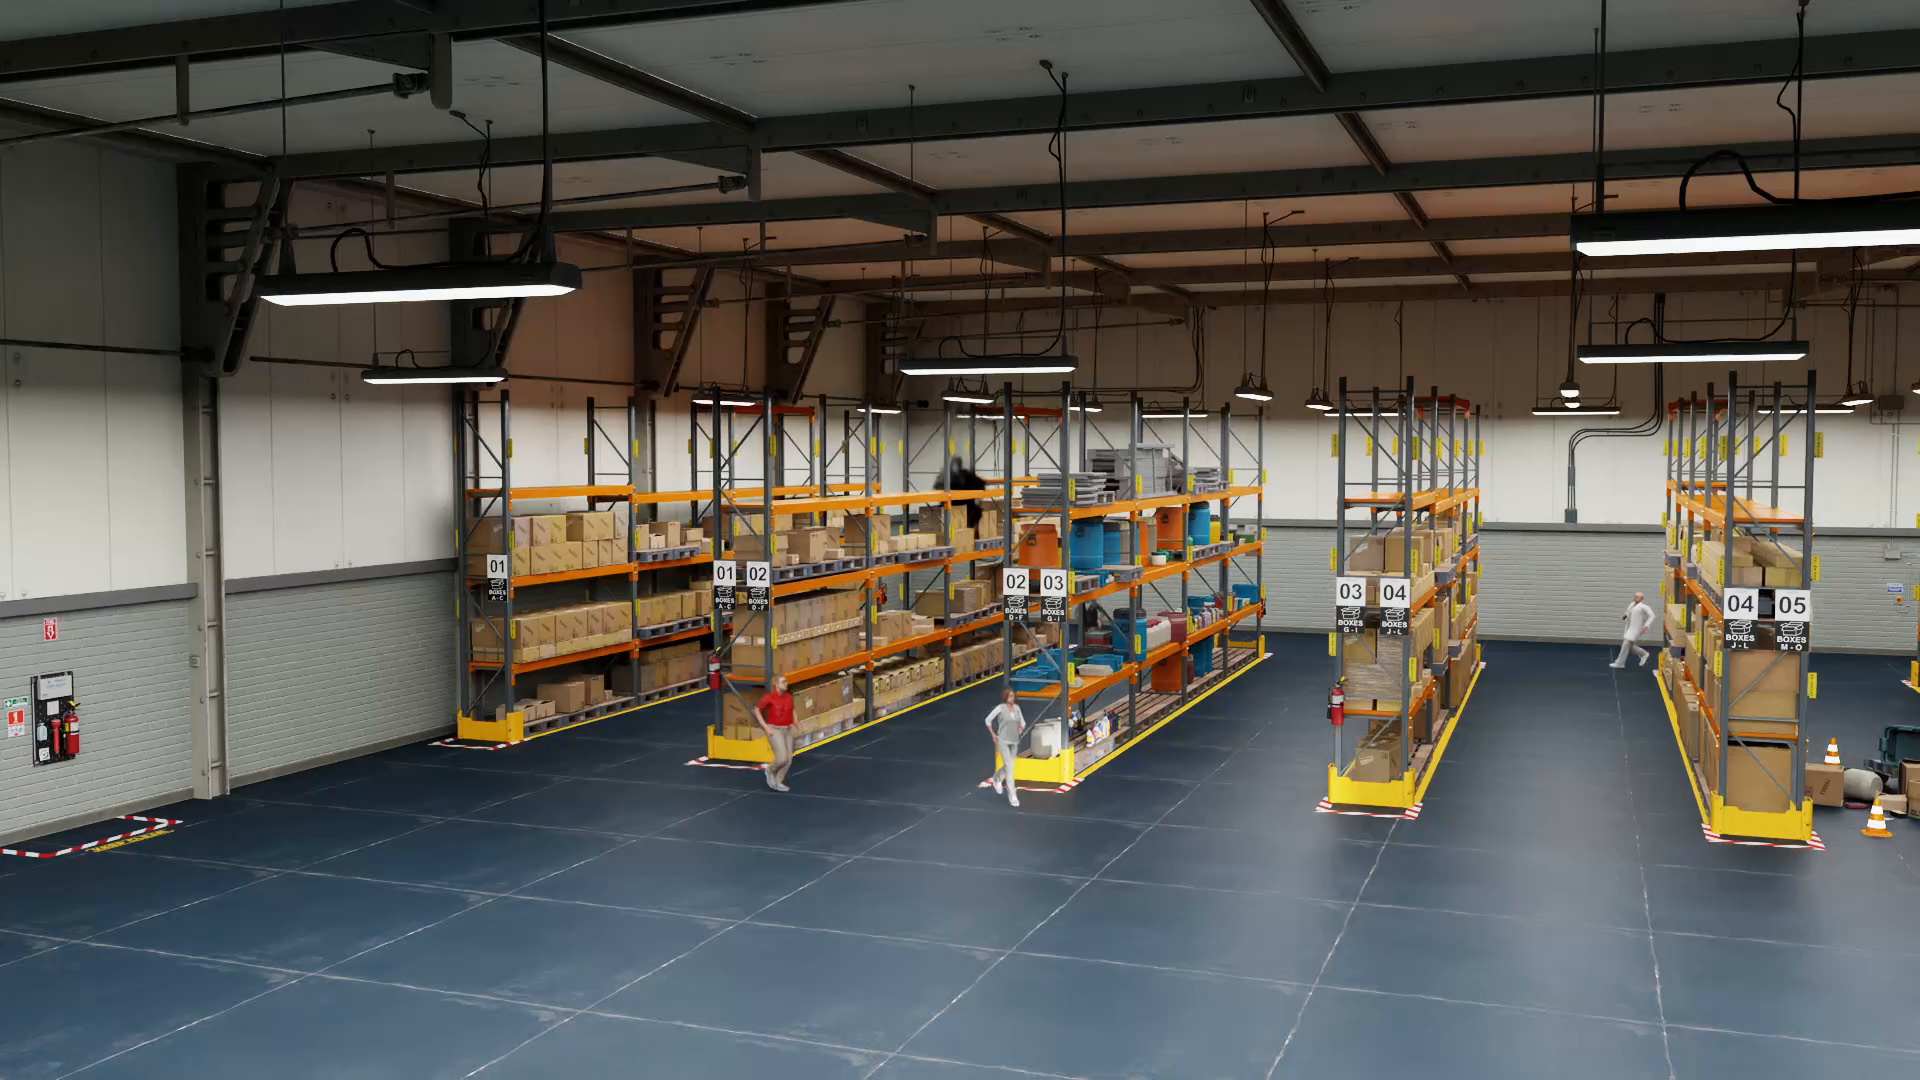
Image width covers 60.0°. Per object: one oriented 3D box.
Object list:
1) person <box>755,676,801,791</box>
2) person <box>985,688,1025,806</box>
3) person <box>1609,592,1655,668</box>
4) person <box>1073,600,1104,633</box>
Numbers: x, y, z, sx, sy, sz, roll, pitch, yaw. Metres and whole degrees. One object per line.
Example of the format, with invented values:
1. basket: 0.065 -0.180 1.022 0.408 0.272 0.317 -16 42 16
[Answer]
1. person: -2.609 2.827 24.242 0.533 1.691 0.670 3 4 42
2. person: 0.669 2.899 23.597 0.551 1.606 0.809 -2 4 -33
3. person: 15.247 2.044 37.681 1.011 1.734 0.763 0 3 -8
4. person: 2.744 1.901 35.750 0.631 1.724 0.631 1 3 15
